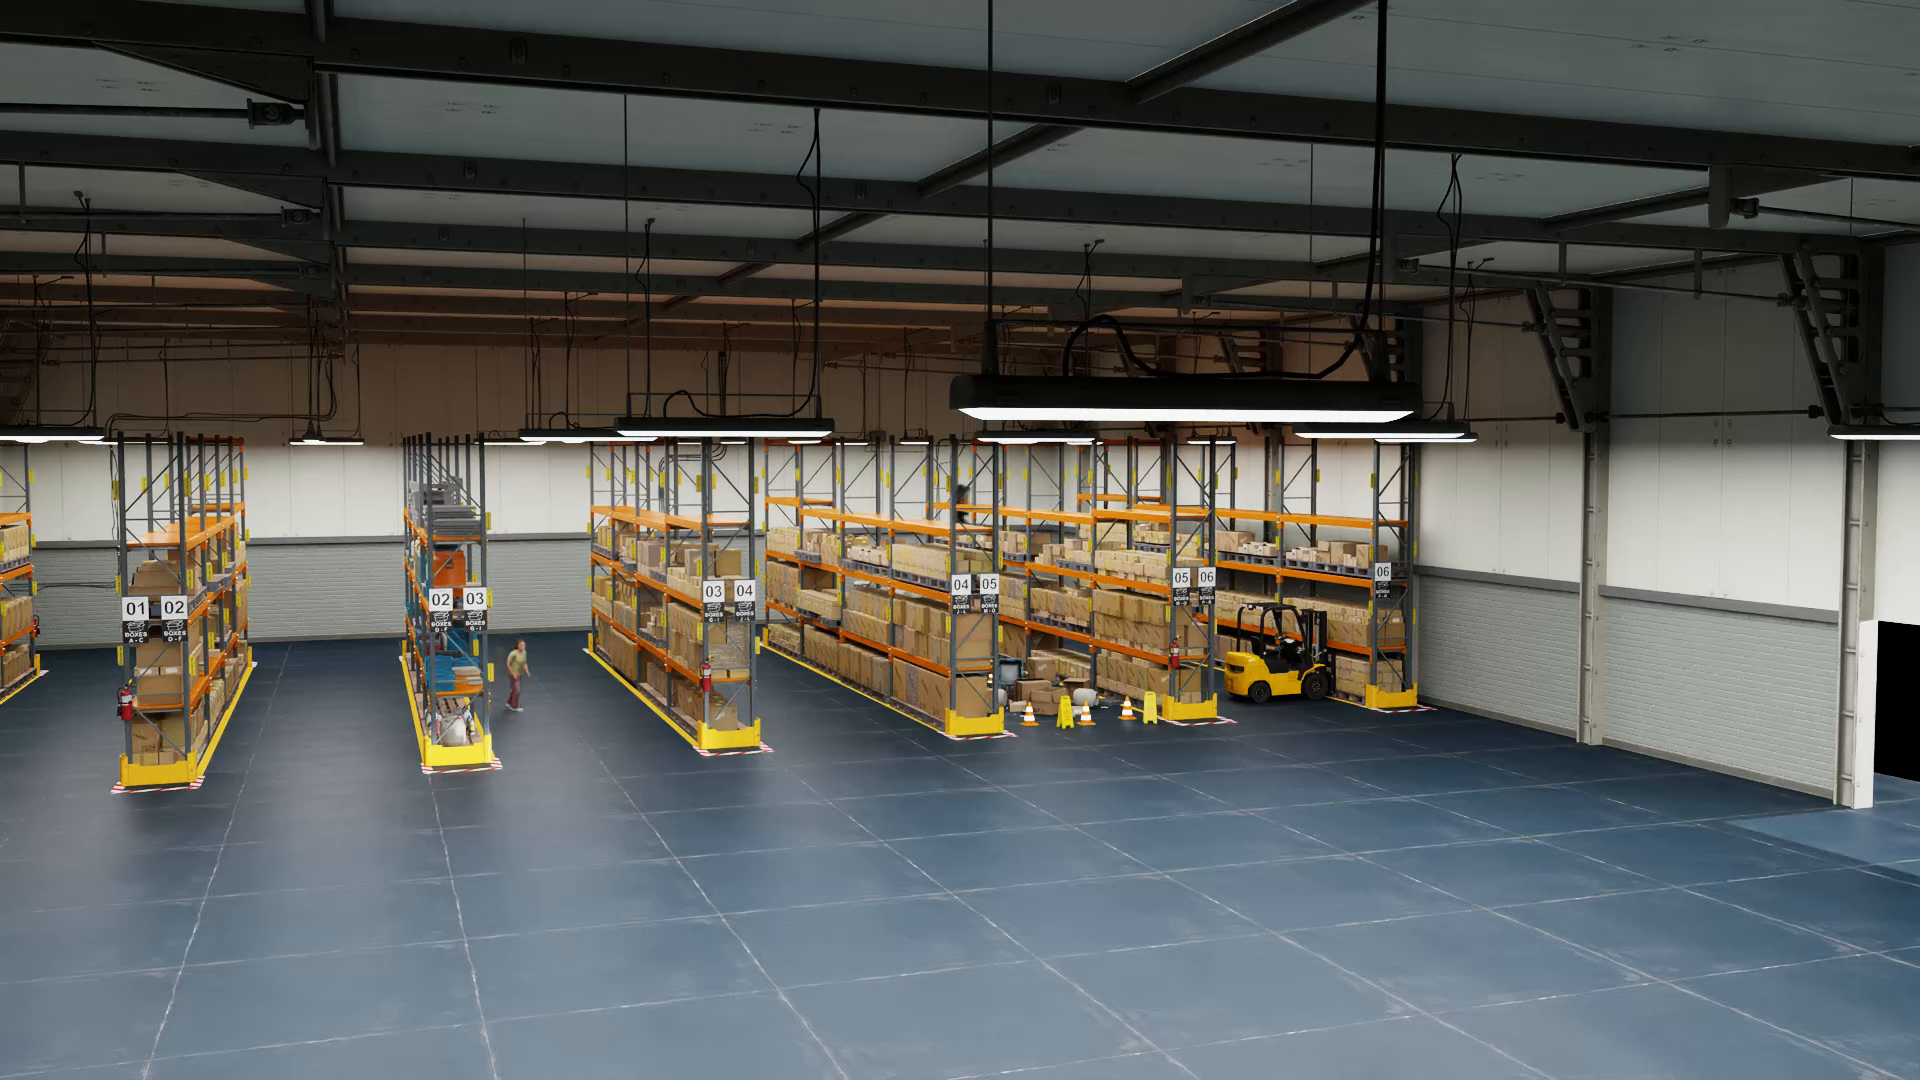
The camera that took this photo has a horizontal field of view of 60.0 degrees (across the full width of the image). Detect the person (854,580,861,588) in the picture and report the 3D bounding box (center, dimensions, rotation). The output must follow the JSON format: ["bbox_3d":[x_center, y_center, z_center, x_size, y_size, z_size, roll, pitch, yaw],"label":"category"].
[{"bbox_3d":[-3.030,2.077,50.452,0.820,1.724,0.696,-2,4,-35],"label":"person"}]

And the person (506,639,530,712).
[{"bbox_3d":[-9.669,2.933,36.095,0.745,1.614,0.591,2,4,29],"label":"person"}]
